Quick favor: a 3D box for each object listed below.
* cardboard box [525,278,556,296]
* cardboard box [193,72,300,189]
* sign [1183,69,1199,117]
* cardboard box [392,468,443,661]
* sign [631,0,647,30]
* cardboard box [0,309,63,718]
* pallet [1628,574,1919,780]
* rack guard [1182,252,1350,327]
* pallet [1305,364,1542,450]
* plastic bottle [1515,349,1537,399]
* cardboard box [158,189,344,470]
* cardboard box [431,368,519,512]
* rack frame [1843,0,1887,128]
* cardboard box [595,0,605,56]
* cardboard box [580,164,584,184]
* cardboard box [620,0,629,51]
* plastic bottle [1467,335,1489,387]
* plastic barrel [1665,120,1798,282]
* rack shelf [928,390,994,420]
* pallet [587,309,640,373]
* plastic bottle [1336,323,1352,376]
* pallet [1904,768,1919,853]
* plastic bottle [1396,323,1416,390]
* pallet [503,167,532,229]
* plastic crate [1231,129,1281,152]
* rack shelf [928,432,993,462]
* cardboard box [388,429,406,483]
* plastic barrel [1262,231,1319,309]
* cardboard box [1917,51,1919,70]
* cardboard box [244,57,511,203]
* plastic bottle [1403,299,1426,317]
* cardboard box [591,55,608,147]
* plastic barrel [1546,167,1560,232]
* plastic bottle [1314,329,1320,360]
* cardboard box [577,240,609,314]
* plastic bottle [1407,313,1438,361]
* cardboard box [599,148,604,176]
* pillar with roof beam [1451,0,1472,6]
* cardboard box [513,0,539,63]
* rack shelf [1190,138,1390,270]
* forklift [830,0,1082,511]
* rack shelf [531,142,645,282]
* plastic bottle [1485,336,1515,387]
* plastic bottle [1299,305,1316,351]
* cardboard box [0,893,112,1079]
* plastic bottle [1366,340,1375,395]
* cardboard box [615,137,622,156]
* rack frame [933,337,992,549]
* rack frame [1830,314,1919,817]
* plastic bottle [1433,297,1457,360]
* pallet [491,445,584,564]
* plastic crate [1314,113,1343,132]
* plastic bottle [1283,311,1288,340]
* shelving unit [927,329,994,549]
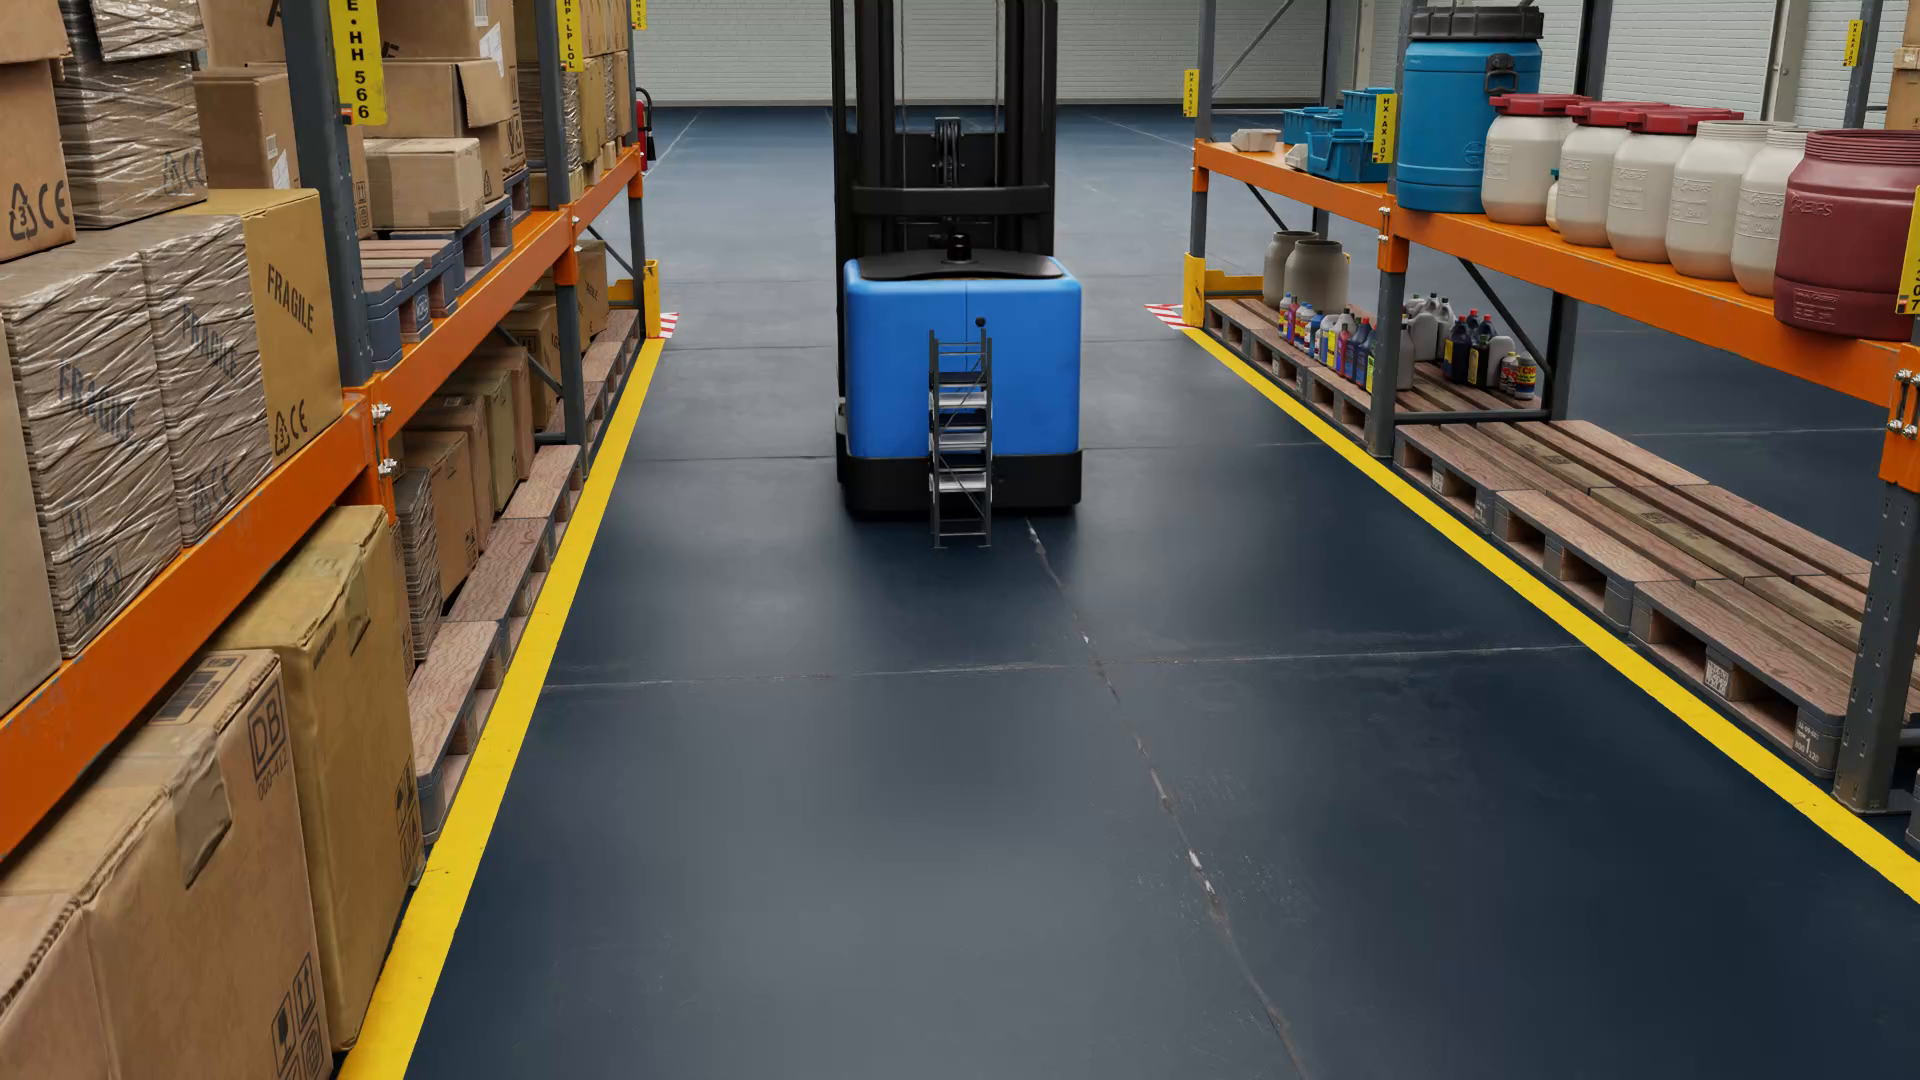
[{"bbox_3d":[-2.530,-1.203,9.474,0.500,0.500,0.500,-3,18,-11],"label":"cardboard box"},{"bbox_3d":[-2.003,-0.938,4.290,0.500,0.500,0.500,-4,18,-12],"label":"cardboard box"},{"bbox_3d":[1.646,-3.183,11.847,0.100,0.325,0.005,-2,18,-6],"label":"sign"},{"bbox_3d":[-2.067,0.088,5.327,0.700,0.500,0.500,-3,18,-10],"label":"cardboard box"},{"bbox_3d":[-2.179,-3.628,11.266,0.100,0.325,0.005,-2,18,-6],"label":"sign"},{"bbox_3d":[-1.456,0.016,1.951,0.500,0.500,0.500,-1,17,-5],"label":"cardboard box"},{"bbox_3d":[2.978,0.415,5.503,1.003,0.211,1.213,-2,18,-6],"label":"pallet"},{"bbox_3d":[2.248,-1.853,12.245,1.175,0.500,0.348,-2,18,-6],"label":"rack guard"},{"bbox_3d":[2.579,-0.746,9.202,1.003,0.211,1.213,-2,18,-6],"label":"pallet"},{"bbox_3d":[3.010,-0.892,8.831,0.097,0.271,0.097,0,17,0],"label":"plastic bottle"},{"bbox_3d":[-1.610,-0.439,3.400,0.500,0.500,0.500,-1,17,-4],"label":"cardboard box"},{"bbox_3d":[-2.248,-0.413,6.924,0.700,0.500,0.500,-2,18,-6],"label":"cardboard box"},{"bbox_3d":[7.121,-3.219,12.422,1.000,3.000,0.127,-2,18,-6],"label":"rack frame"},{"bbox_3d":[-2.280,-2.977,9.320,0.500,0.500,0.500,-2,18,-6],"label":"cardboard box"},{"bbox_3d":[-2.109,-1.824,8.399,0.380,0.149,0.250,-2,18,-6],"label":"cardboard box"},{"bbox_3d":[-2.430,-3.424,10.744,0.500,0.500,0.500,-2,18,-6],"label":"cardboard box"},{"bbox_3d":[2.843,-0.990,9.122,0.061,0.283,0.133,-2,18,-6],"label":"plastic bottle"},{"bbox_3d":[2.657,-1.162,5.685,0.421,0.512,0.421,0,17,0],"label":"plastic barrel"},{"bbox_3d":[0.001,-0.567,6.991,0.258,0.077,0.200,-2,18,-6],"label":"rack shelf"},{"bbox_3d":[-2.676,-1.318,11.022,1.003,0.211,1.213,-2,18,-6],"label":"pallet"},{"bbox_3d":[2.175,-1.077,9.399,0.061,0.283,0.133,-1,17,-2],"label":"plastic bottle"},{"bbox_3d":[3.142,0.881,4.020,1.003,0.211,1.213,-2,18,-6],"label":"pallet"},{"bbox_3d":[2.397,-1.009,9.070,0.144,0.351,0.185,-2,18,-6],"label":"plastic bottle"},{"bbox_3d":[-2.386,-1.399,6.944,1.003,0.211,1.213,-2,18,-6],"label":"pallet"},{"bbox_3d":[1.966,-2.665,11.097,0.298,0.136,0.250,-2,18,-6],"label":"plastic crate"},{"bbox_3d":[0.001,-0.395,7.045,0.258,0.077,0.200,-2,18,-6],"label":"rack shelf"},{"bbox_3d":[-2.071,-0.262,5.191,0.500,0.250,0.500,0,17,1],"label":"cardboard box"},{"bbox_3d":[2.338,-1.887,11.631,0.421,0.512,0.421,0,17,0],"label":"plastic barrel"},{"bbox_3d":[6.977,-3.374,11.666,0.380,0.149,0.250,-2,18,-7],"label":"cardboard box"},{"bbox_3d":[-2.050,-1.458,5.941,0.797,0.503,0.637,0,17,0],"label":"cardboard box"},{"bbox_3d":[2.818,-1.368,10.339,0.152,0.276,0.135,-2,18,-5],"label":"plastic bottle"},{"bbox_3d":[-2.484,-2.494,9.450,0.875,0.500,0.500,-2,18,-6],"label":"cardboard box"},{"bbox_3d":[2.590,-1.410,6.892,0.301,0.262,0.301,0,17,0],"label":"plastic barrel"},{"bbox_3d":[2.148,-1.169,9.831,0.097,0.201,0.097,0,17,0],"label":"plastic bottle"},{"bbox_3d":[-2.685,-1.735,11.168,0.500,0.500,0.500,1,17,5],"label":"cardboard box"},{"bbox_3d":[2.728,-1.210,9.835,0.152,0.276,0.135,-2,18,-6],"label":"plastic bottle"},{"bbox_3d":[-2.211,-2.122,9.348,0.380,0.149,0.250,-2,18,-6],"label":"cardboard box"},{"bbox_3d":[6.223,-13.071,33.788,9.100,9.000,0.400,-2,18,-6],"label":"pillar with roof beam"},{"bbox_3d":[-2.114,-2.531,7.898,0.500,0.500,0.500,-2,18,-6],"label":"cardboard box"},{"bbox_3d":[2.400,-2.128,10.148,1.077,0.370,4.000,-2,18,-6],"label":"rack shelf"},{"bbox_3d":[-0.098,-1.920,8.400,1.130,2.935,3.031,-1,17,-5],"label":"forklift"},{"bbox_3d":[-2.526,-1.975,9.661,1.077,0.370,4.000,-2,18,-6],"label":"rack shelf"},{"bbox_3d":[2.949,-0.990,9.134,0.152,0.276,0.135,-1,17,-4],"label":"plastic bottle"},{"bbox_3d":[2.116,-1.293,10.110,0.097,0.271,0.097,0,17,0],"label":"plastic bottle"},{"bbox_3d":[-1.674,1.018,1.772,1.225,0.875,0.875,-2,18,-8],"label":"cardboard box"},{"bbox_3d":[2.229,-0.922,8.907,0.061,0.283,0.133,-1,17,-3],"label":"plastic bottle"},{"bbox_3d":[-2.396,-2.568,10.769,0.380,0.149,0.250,-2,18,-6],"label":"cardboard box"},{"bbox_3d":[0.011,-0.397,6.938,0.240,0.900,0.006,-2,18,-6],"label":"rack frame"},{"bbox_3d":[3.019,-0.684,4.346,1.000,3.000,0.127,-2,18,-6],"label":"rack frame"},{"bbox_3d":[2.873,-1.258,9.863,0.144,0.351,0.185,-2,18,-6],"label":"plastic bottle"},{"bbox_3d":[-2.238,-0.160,7.334,1.003,0.211,1.213,-2,18,-6],"label":"pallet"},{"bbox_3d":[2.604,-2.663,10.898,0.499,0.251,0.408,-2,18,-6],"label":"plastic crate"},{"bbox_3d":[2.081,-1.361,10.442,0.097,0.201,0.097,0,17,0],"label":"plastic bottle"},{"bbox_3d":[0.001,-0.427,7.035,0.258,0.900,0.210,-2,18,-6],"label":"shelving unit"}]
